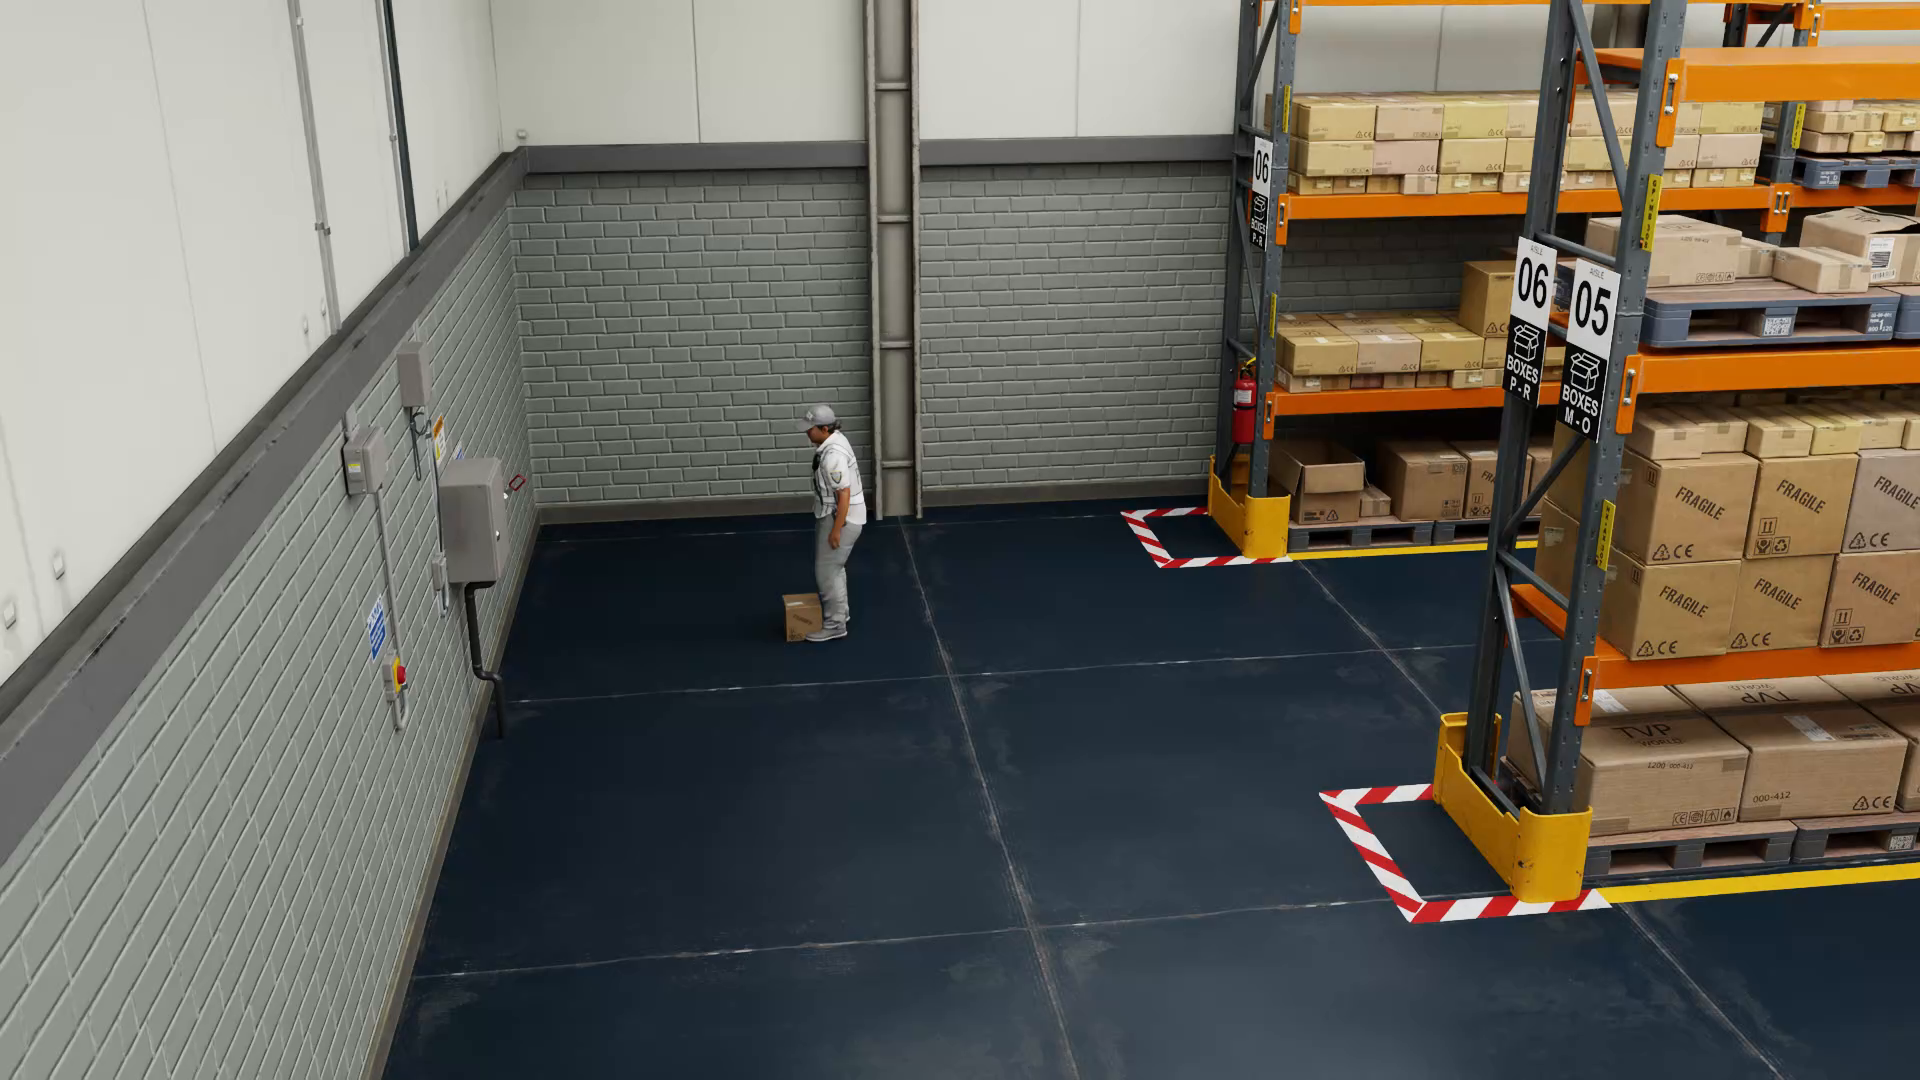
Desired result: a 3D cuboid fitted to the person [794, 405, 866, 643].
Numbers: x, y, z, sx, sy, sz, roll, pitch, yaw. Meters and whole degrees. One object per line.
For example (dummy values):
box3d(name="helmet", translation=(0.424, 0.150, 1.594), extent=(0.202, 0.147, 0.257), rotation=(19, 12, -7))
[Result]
box3d(name="person", translation=(-0.890, -0.138, 11.443), extent=(0.469, 1.664, 0.550), rotation=(-4, 20, -10))
